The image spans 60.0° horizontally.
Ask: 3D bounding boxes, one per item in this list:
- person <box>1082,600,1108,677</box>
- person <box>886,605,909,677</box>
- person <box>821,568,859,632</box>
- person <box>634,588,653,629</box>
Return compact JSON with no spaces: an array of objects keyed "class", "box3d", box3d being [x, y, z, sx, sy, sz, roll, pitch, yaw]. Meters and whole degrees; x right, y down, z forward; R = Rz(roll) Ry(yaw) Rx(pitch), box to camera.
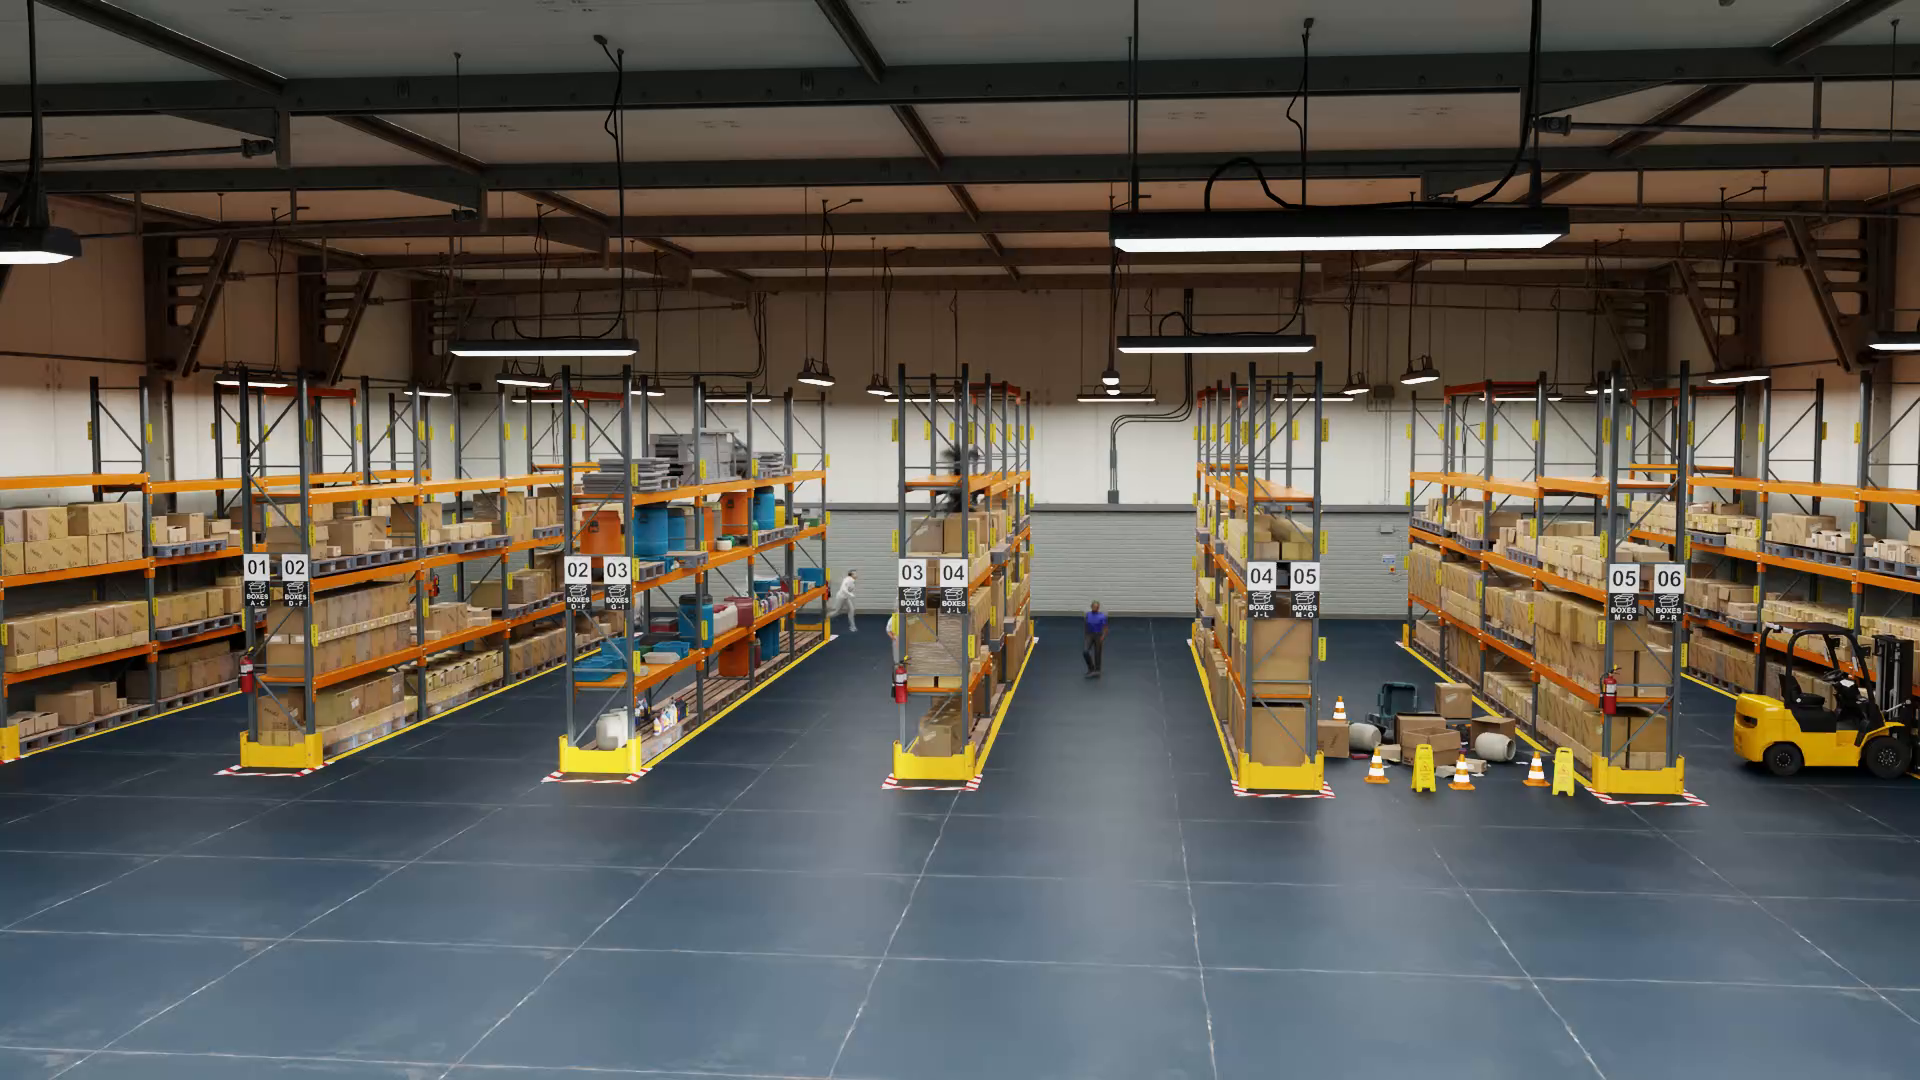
[{"class":"person","box3d":[2.770,2.051,34.038,0.544,1.506,0.738,1,4,18]},{"class":"person","box3d":[-1.139,2.067,32.922,0.647,1.656,0.781,0,4,-6]},{"class":"person","box3d":[-3.035,1.525,42.086,0.980,1.632,0.658,0,4,4]},{"class":"person","box3d":[-8.109,1.390,42.402,0.642,1.800,0.810,-2,4,-25]}]
